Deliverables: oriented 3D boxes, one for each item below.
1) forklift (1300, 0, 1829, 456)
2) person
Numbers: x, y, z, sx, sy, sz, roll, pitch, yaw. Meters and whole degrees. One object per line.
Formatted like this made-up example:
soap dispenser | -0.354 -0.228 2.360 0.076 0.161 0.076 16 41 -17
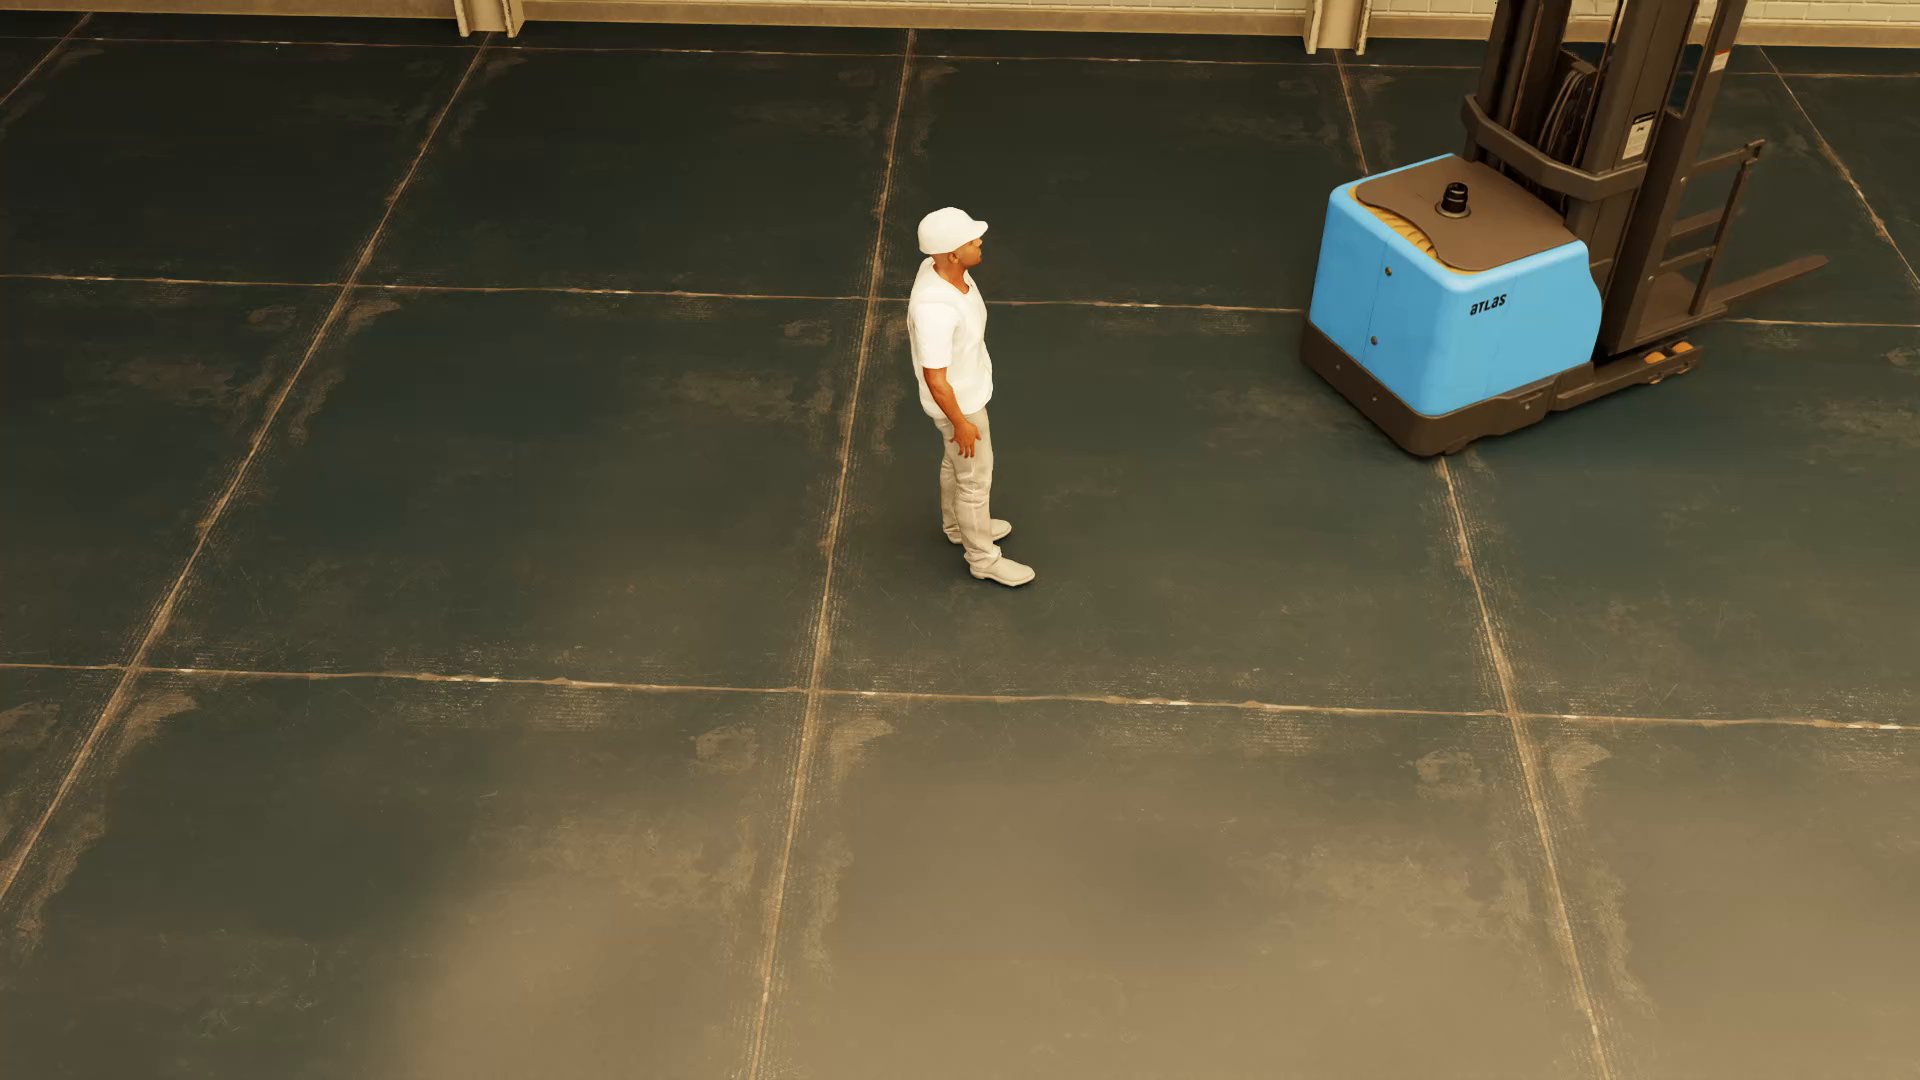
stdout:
forklift | 3.366 -2.208 8.161 3.031 2.935 1.130 -19 46 -20
person | 0.069 -0.652 7.309 0.577 1.765 0.666 2 42 2
